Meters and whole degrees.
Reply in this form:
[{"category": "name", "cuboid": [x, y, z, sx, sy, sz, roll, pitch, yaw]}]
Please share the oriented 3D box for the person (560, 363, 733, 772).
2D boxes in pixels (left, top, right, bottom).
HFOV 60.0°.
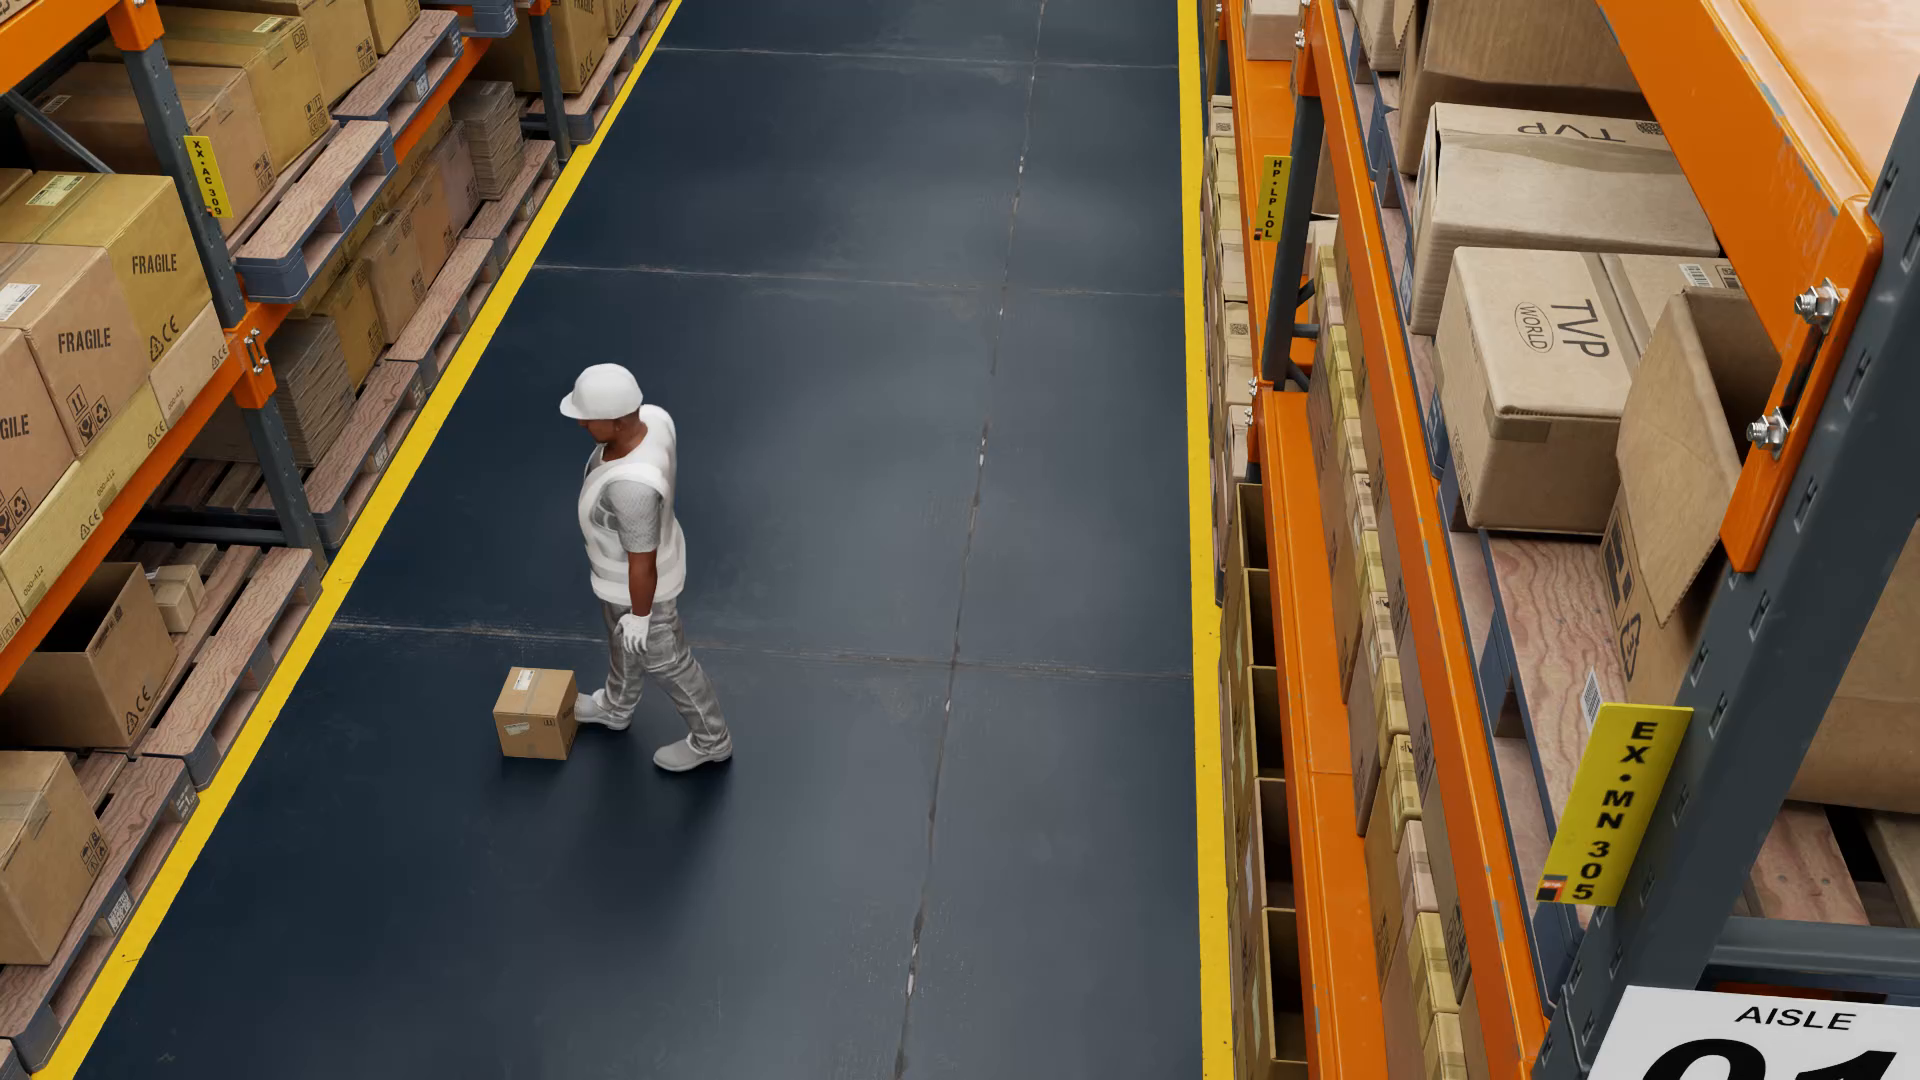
[{"category": "person", "cuboid": [-1.246, 0.118, 5.992, 0.712, 1.777, 0.592, -2, 40, -2]}]
